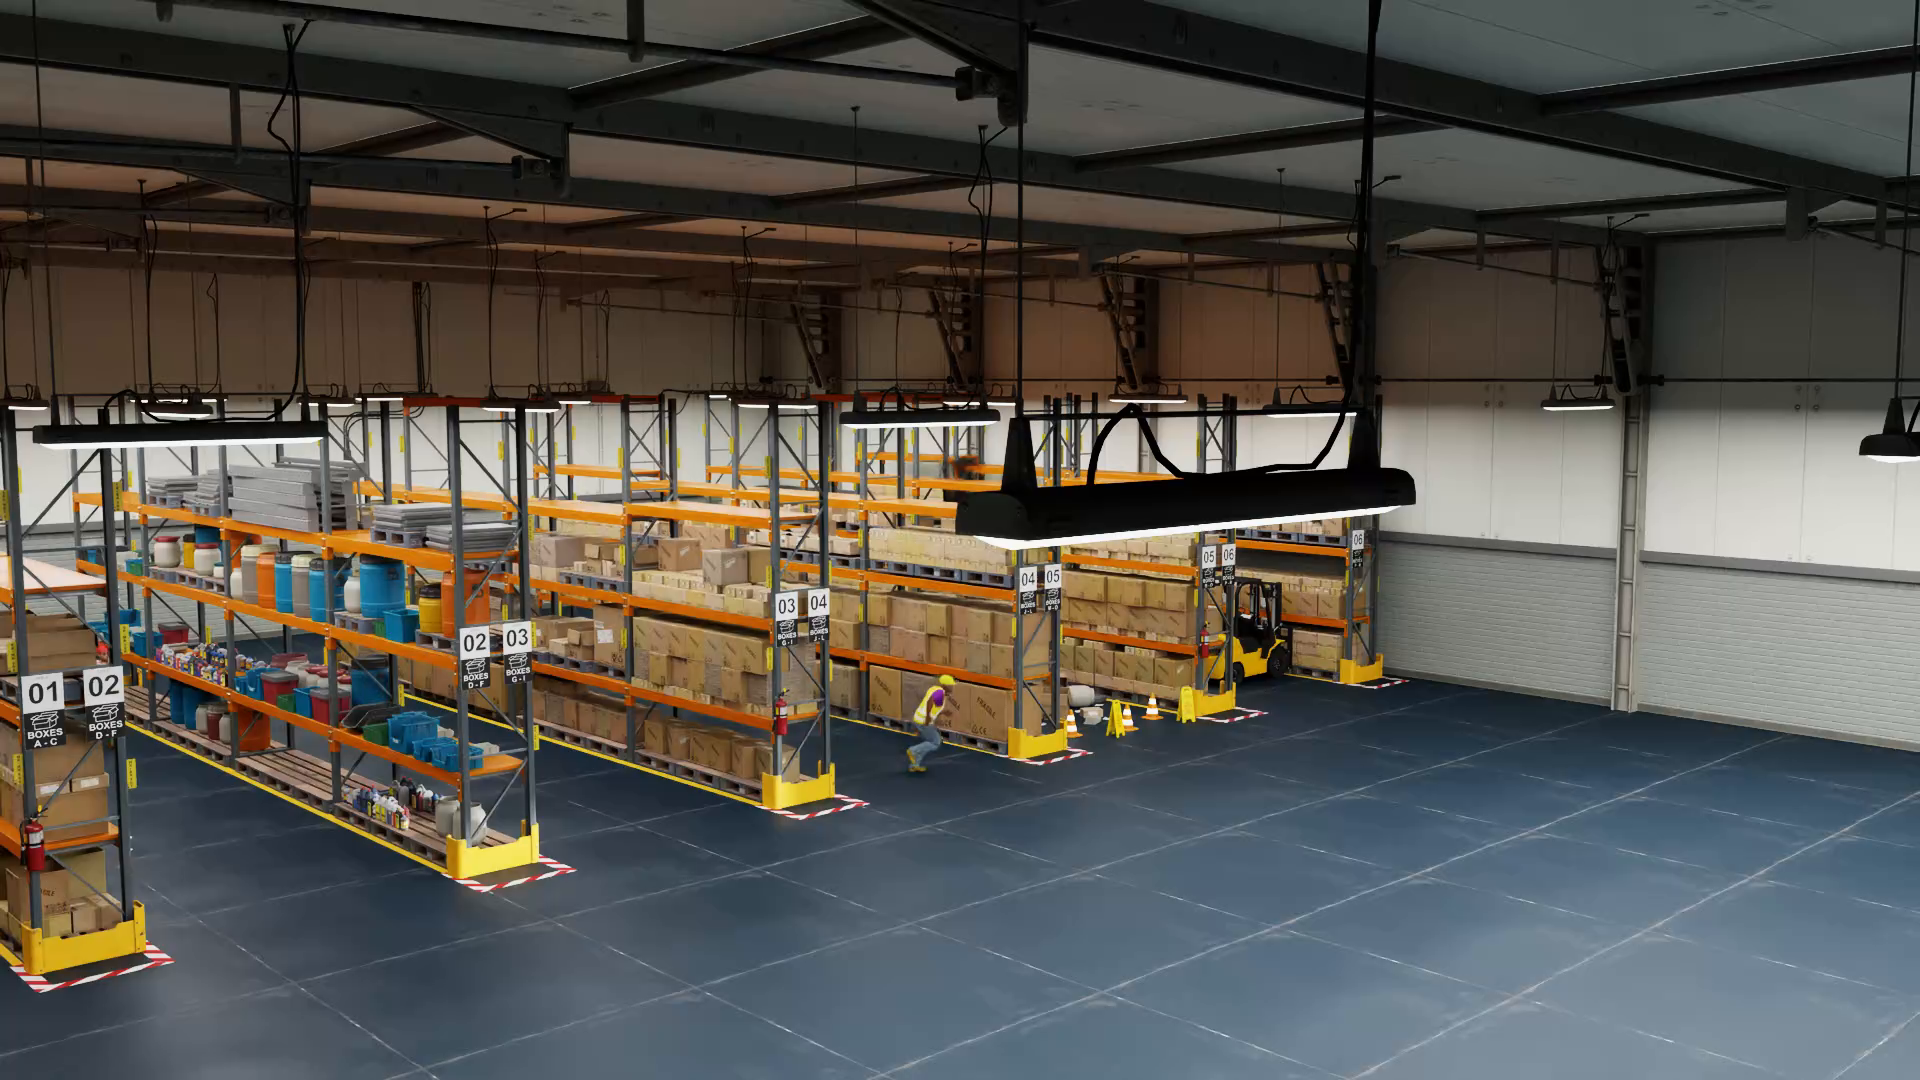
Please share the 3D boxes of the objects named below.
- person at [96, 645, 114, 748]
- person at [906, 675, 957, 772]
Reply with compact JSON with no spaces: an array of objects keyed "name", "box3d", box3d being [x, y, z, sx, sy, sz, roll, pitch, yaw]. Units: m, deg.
[{"name":"person","box3d":[-14.811,2.675,28.745,0.925,1.756,0.626,5,8,44]},{"name":"person","box3d":[-0.454,2.964,26.788,0.840,1.570,0.736,-1,6,-9]}]
